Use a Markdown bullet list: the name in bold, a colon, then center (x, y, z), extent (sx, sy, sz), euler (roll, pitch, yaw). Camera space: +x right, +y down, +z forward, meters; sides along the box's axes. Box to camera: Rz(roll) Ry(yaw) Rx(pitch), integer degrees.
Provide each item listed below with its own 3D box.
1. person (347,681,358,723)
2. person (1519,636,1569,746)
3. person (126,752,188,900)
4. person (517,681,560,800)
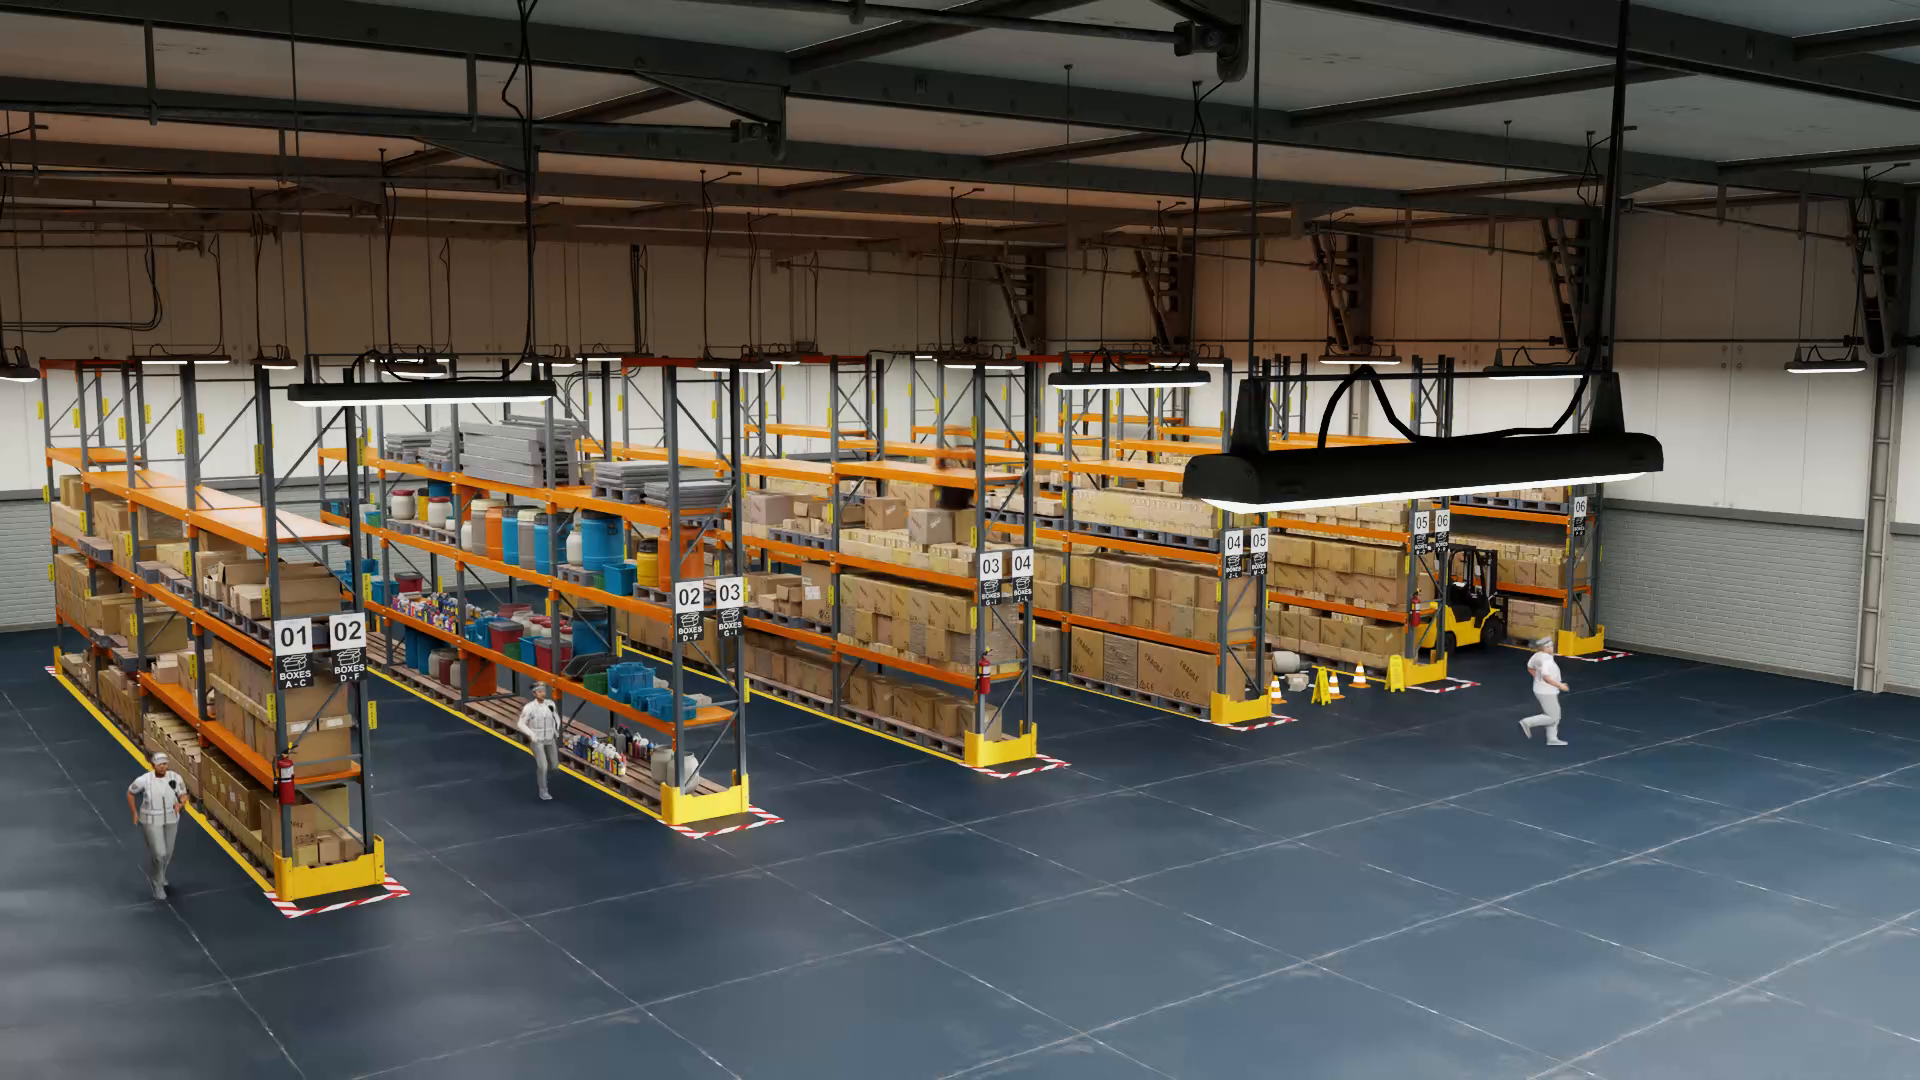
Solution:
- **person**: center (-10.006, 2.213, 27.282), extent (0.807, 1.700, 0.575), euler (6, 9, 43)
- **person**: center (9.113, 2.355, 25.946), extent (0.798, 1.746, 0.663), euler (0, 7, 1)
- **person**: center (-9.116, 3.253, 18.981), extent (0.771, 1.705, 0.566), euler (7, 10, 44)
- **person**: center (-5.806, 2.753, 23.028), extent (0.614, 1.647, 0.580), euler (-5, 8, -36)
